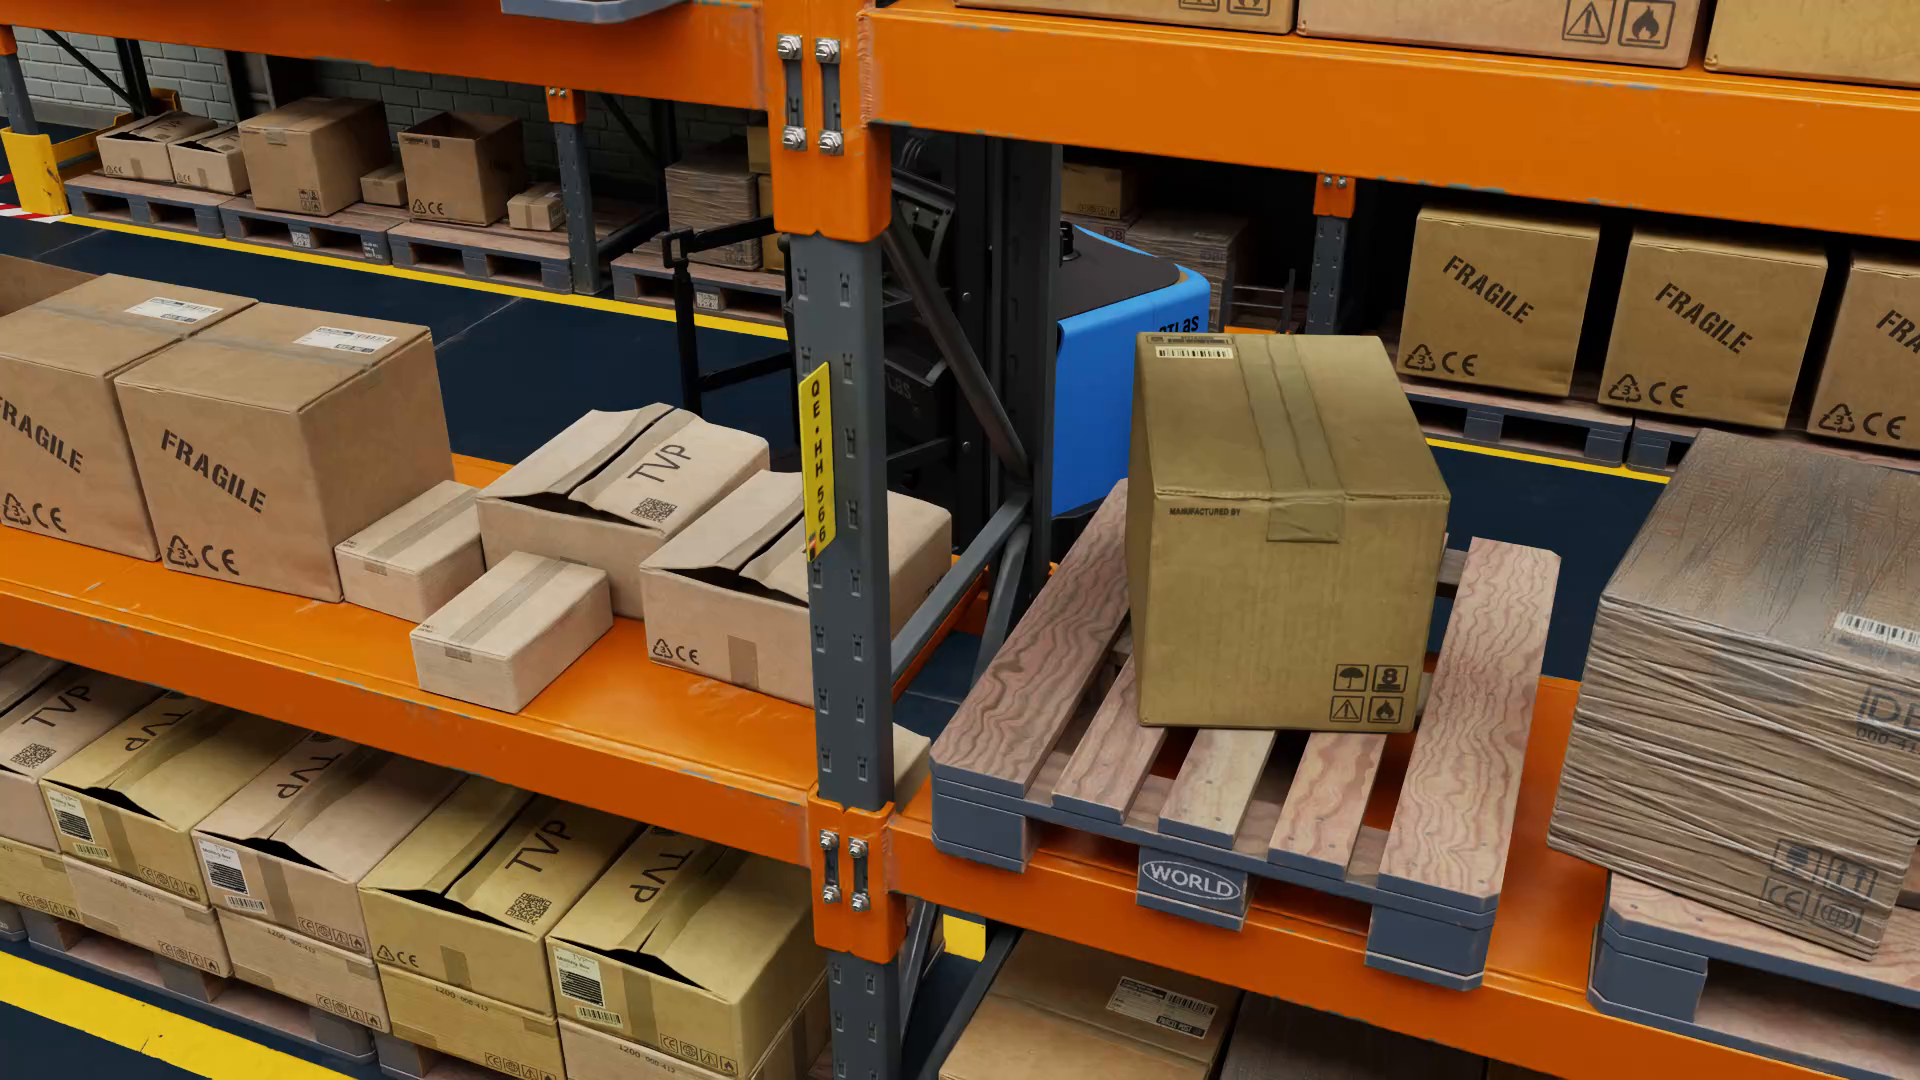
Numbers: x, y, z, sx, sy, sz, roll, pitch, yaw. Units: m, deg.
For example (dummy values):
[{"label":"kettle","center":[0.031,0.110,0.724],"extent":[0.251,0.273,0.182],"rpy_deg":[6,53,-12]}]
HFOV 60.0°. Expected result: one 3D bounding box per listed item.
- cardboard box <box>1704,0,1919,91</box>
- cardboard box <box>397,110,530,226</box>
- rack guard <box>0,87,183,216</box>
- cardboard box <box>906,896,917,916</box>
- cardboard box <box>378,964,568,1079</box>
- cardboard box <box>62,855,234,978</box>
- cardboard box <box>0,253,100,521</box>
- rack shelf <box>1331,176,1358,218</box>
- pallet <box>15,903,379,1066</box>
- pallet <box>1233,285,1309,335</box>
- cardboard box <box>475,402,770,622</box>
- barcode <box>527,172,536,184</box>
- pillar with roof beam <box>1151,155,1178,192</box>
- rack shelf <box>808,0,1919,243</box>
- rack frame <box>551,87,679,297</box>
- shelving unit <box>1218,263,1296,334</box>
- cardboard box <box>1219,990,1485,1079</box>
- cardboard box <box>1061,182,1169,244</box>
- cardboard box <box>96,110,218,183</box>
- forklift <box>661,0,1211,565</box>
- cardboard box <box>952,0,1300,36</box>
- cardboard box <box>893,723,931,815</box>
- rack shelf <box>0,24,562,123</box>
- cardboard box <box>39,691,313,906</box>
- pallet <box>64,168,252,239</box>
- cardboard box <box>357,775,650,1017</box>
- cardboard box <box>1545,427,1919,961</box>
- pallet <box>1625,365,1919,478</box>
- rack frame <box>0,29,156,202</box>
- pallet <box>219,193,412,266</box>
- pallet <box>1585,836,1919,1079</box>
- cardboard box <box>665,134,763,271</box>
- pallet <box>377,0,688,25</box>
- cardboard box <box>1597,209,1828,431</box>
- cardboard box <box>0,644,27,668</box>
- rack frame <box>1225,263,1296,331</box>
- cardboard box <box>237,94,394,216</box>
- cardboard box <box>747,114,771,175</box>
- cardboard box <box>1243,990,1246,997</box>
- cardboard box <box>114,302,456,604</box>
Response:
[{"label":"cardboard box","center":[1.342,-0.969,2.266],"extent":[0.500,0.500,0.910],"rpy_deg":[11,31,19]},{"label":"cardboard box","center":[-2.853,-2.152,9.603],"extent":[0.500,0.500,0.500],"rpy_deg":[9,31,15]},{"label":"rack guard","center":[-5.513,-2.513,10.688],"extent":[0.348,0.500,1.175],"rpy_deg":[11,31,19]},{"label":"cardboard box","center":[-0.404,0.908,4.463],"extent":[0.500,0.250,0.500],"rpy_deg":[11,31,19]},{"label":"cardboard box","center":[-1.087,1.059,4.196],"extent":[0.500,0.250,0.500],"rpy_deg":[11,31,19]},{"label":"cardboard box","center":[-2.030,0.870,4.529],"extent":[0.500,0.250,0.500],"rpy_deg":[12,32,20]},{"label":"cardboard box","center":[-2.542,-0.412,4.329],"extent":[0.500,0.500,0.500],"rpy_deg":[14,32,23]},{"label":"rack shelf","center":[3.683,-1.452,7.001],"extent":[4.000,0.370,1.077],"rpy_deg":[11,31,19]},{"label":"pallet","center":[-1.904,0.942,4.869],"extent":[1.213,0.211,1.003],"rpy_deg":[11,31,19]},{"label":"pallet","center":[1.106,-1.066,8.422],"extent":[1.213,0.211,1.003],"rpy_deg":[11,31,19]},{"label":"cardboard box","center":[-0.785,-0.091,3.953],"extent":[0.500,0.311,0.500],"rpy_deg":[11,31,19]},{"label":"barcode","center":[-2.552,-2.151,9.884],"extent":[0.075,0.075,0.001],"rpy_deg":[11,31,19]},{"label":"pillar with roof beam","center":[-0.668,-3.419,3.653],"extent":[0.400,9.000,9.100],"rpy_deg":[11,31,19]},{"label":"rack shelf","center":[1.824,-0.498,2.266],"extent":[4.000,0.370,1.077],"rpy_deg":[11,31,19]},{"label":"rack frame","center":[-1.877,-2.875,8.788],"extent":[0.127,3.000,1.000],"rpy_deg":[11,31,19]},{"label":"shelving unit","center":[1.076,-0.428,6.281],"extent":[0.258,1.200,0.189],"rpy_deg":[8,28,14]},{"label":"cardboard box","center":[0.772,1.330,3.442],"extent":[0.500,0.500,0.500],"rpy_deg":[10,31,17]},{"label":"cardboard box","center":[0.709,-1.496,8.442],"extent":[0.500,0.500,0.700],"rpy_deg":[11,31,19]},{"label":"cardboard box","center":[-4.976,-2.467,10.352],"extent":[0.500,0.311,0.500],"rpy_deg":[8,30,13]},{"label":"forklift","center":[-0.496,-1.085,5.691],"extent":[3.031,2.935,1.130],"rpy_deg":[-21,36,-32]},{"label":"cardboard box","center":[0.388,-1.160,2.603],"extent":[0.500,0.500,0.910],"rpy_deg":[11,31,19]},{"label":"cardboard box","center":[-0.404,0.664,4.325],"extent":[0.500,0.311,0.500],"rpy_deg":[12,32,21]},{"label":"rack shelf","center":[-3.730,-2.932,9.620],"extent":[4.000,0.370,1.077],"rpy_deg":[11,31,19]},{"label":"cardboard box","center":[-2.021,0.628,4.388],"extent":[0.500,0.311,0.500],"rpy_deg":[12,32,20]},{"label":"pallet","center":[-4.773,-2.221,10.464],"extent":[1.213,0.211,1.003],"rpy_deg":[11,31,19]},{"label":"cardboard box","center":[-1.091,0.817,4.055],"extent":[0.500,0.311,0.500],"rpy_deg":[11,31,18]},{"label":"cardboard box","center":[1.372,0.219,2.785],"extent":[0.500,0.500,0.700],"rpy_deg":[18,34,28]},{"label":"pallet","center":[3.659,-0.515,7.446],"extent":[1.213,0.211,1.003],"rpy_deg":[11,31,19]},{"label":"rack frame","center":[-5.583,-3.615,10.098],"extent":[0.127,3.000,1.000],"rpy_deg":[11,31,19]},{"label":"pallet","center":[-3.647,-1.994,10.064],"extent":[1.213,0.211,1.003],"rpy_deg":[11,31,19]},{"label":"pallet","center":[1.775,0.565,2.896],"extent":[1.213,0.211,1.003],"rpy_deg":[11,31,19]},{"label":"cardboard box","center":[-1.188,-1.850,9.068],"extent":[0.500,0.500,0.700],"rpy_deg":[12,32,21]},{"label":"pallet","center":[-0.692,-1.184,2.940],"extent":[1.003,0.211,1.213],"rpy_deg":[13,32,21]},{"label":"cardboard box","center":[3.271,-1.021,7.266],"extent":[0.750,0.750,0.750],"rpy_deg":[11,31,19]},{"label":"cardboard box","center":[-2.985,0.439,4.722],"extent":[0.500,0.311,0.500],"rpy_deg":[11,31,19]},{"label":"rack frame","center":[1.100,-0.468,6.359],"extent":[0.240,1.200,0.006],"rpy_deg":[8,28,14]},{"label":"cardboard box","center":[-3.787,-2.285,9.838],"extent":[0.500,0.500,0.700],"rpy_deg":[9,31,16]},{"label":"cardboard box","center":[-0.779,-2.096,8.742],"extent":[0.500,0.250,0.500],"rpy_deg":[11,31,18]},{"label":"cardboard box","center":[0.926,1.087,3.872],"extent":[0.500,0.500,0.500],"rpy_deg":[13,32,21]},{"label":"cardboard box","center":[-1.590,-0.222,3.993],"extent":[0.500,0.500,0.500],"rpy_deg":[10,31,16]}]
